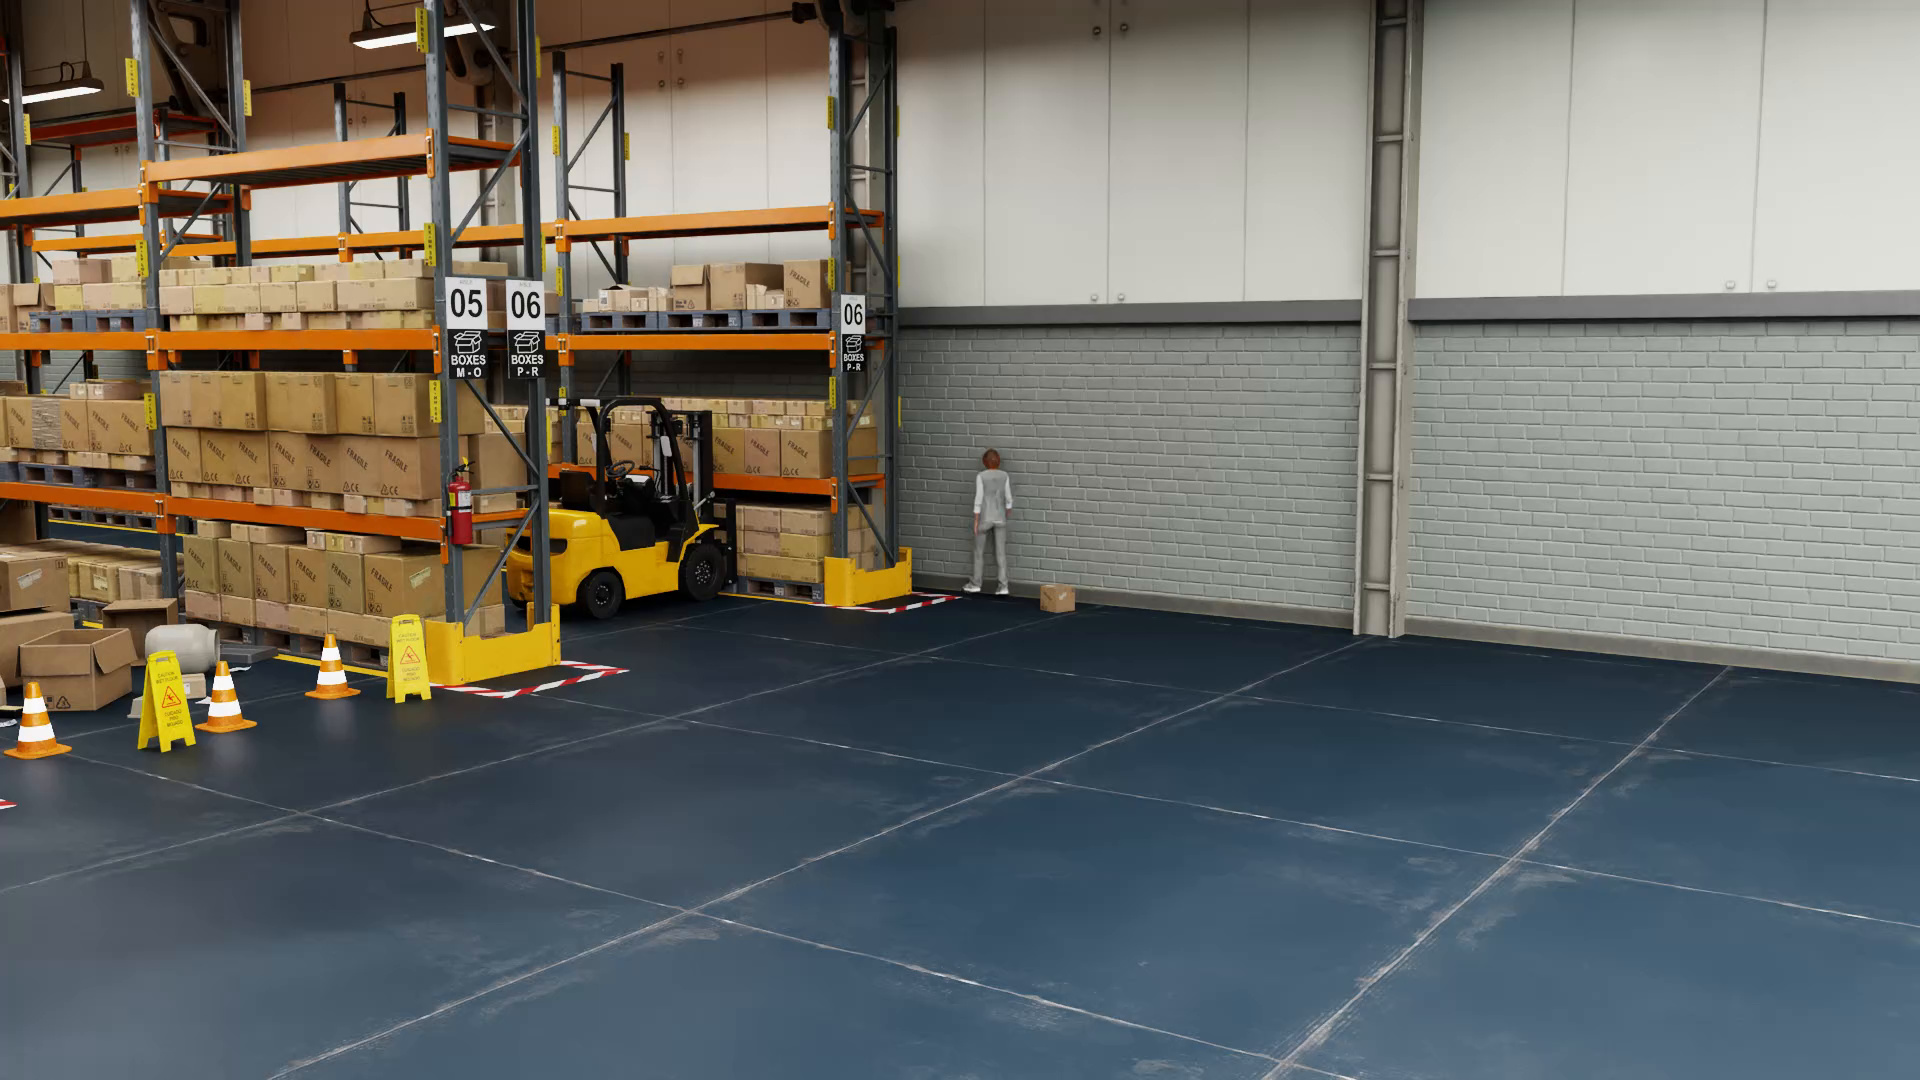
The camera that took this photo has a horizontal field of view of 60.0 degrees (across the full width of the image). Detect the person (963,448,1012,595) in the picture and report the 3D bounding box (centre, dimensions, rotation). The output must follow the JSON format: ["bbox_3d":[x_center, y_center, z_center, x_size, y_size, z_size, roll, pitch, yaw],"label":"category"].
[{"bbox_3d":[0.320,-0.205,17.898,0.445,1.573,0.718,-2,7,-17],"label":"person"}]
